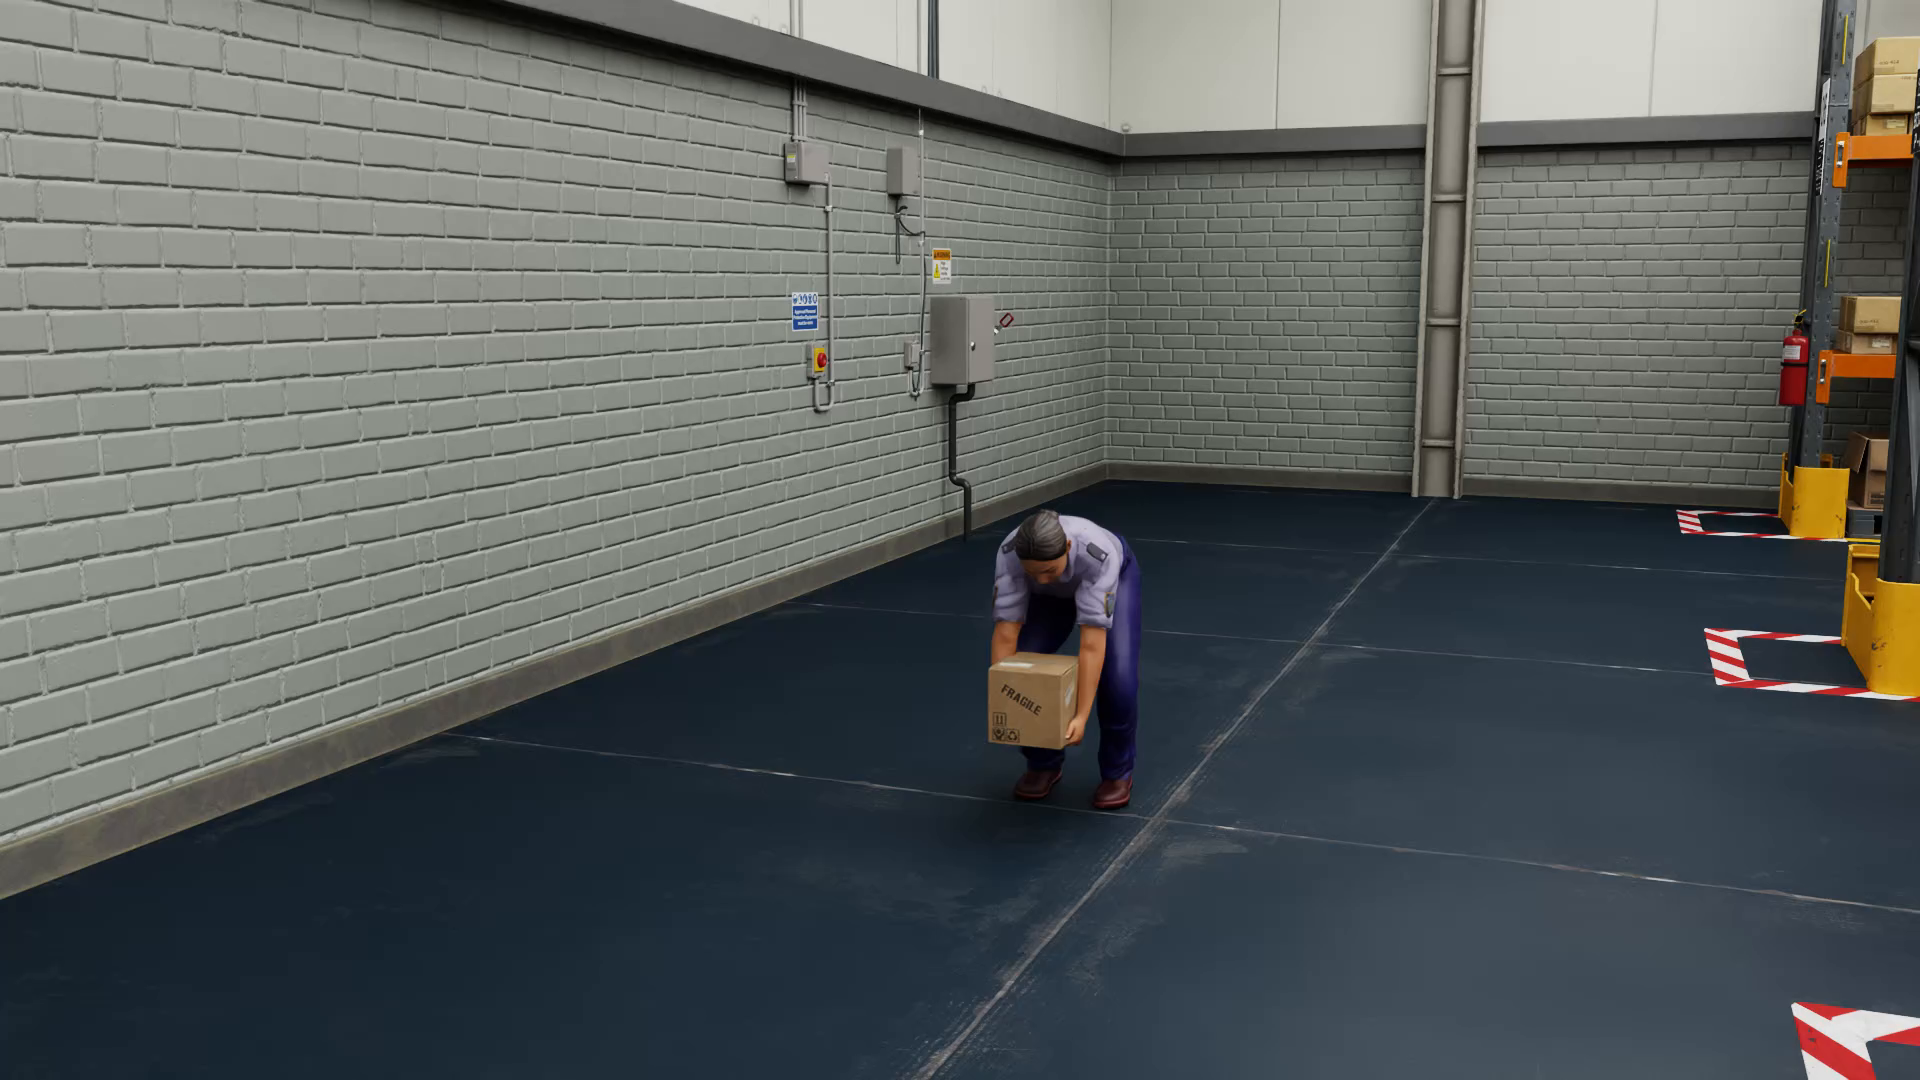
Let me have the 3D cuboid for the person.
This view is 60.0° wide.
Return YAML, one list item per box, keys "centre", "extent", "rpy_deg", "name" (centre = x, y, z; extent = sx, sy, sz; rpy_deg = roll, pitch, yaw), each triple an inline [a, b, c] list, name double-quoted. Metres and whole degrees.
- centre: [0.356, 0.397, 5.698]
  extent: [0.502, 1.085, 0.885]
  rpy_deg: [3, 9, 19]
  name: "person"
